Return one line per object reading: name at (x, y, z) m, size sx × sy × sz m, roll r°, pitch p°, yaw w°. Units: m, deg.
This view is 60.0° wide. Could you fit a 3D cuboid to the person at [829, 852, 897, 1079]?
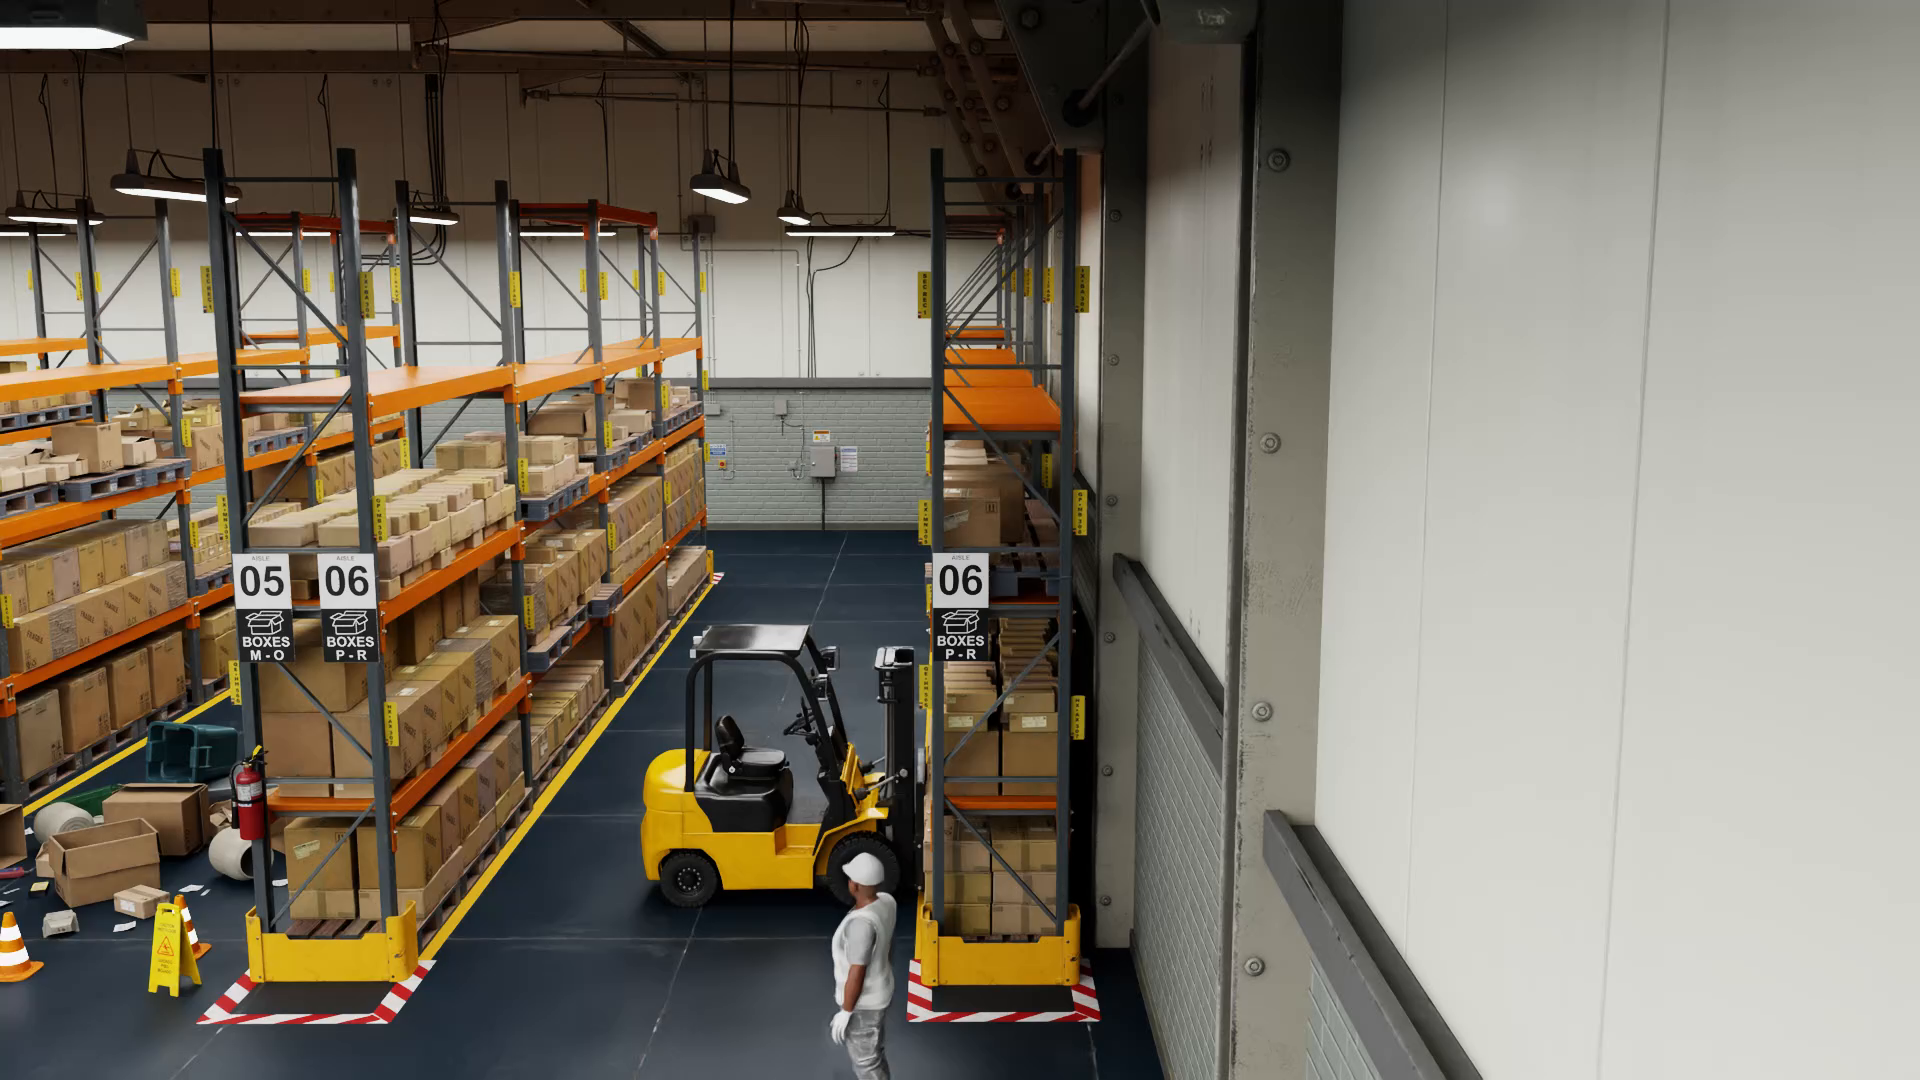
person at (-0.555, 2.728, 9.859) m, size 0.378 × 1.798 × 0.622 m, roll 1°, pitch 9°, yaw 8°
